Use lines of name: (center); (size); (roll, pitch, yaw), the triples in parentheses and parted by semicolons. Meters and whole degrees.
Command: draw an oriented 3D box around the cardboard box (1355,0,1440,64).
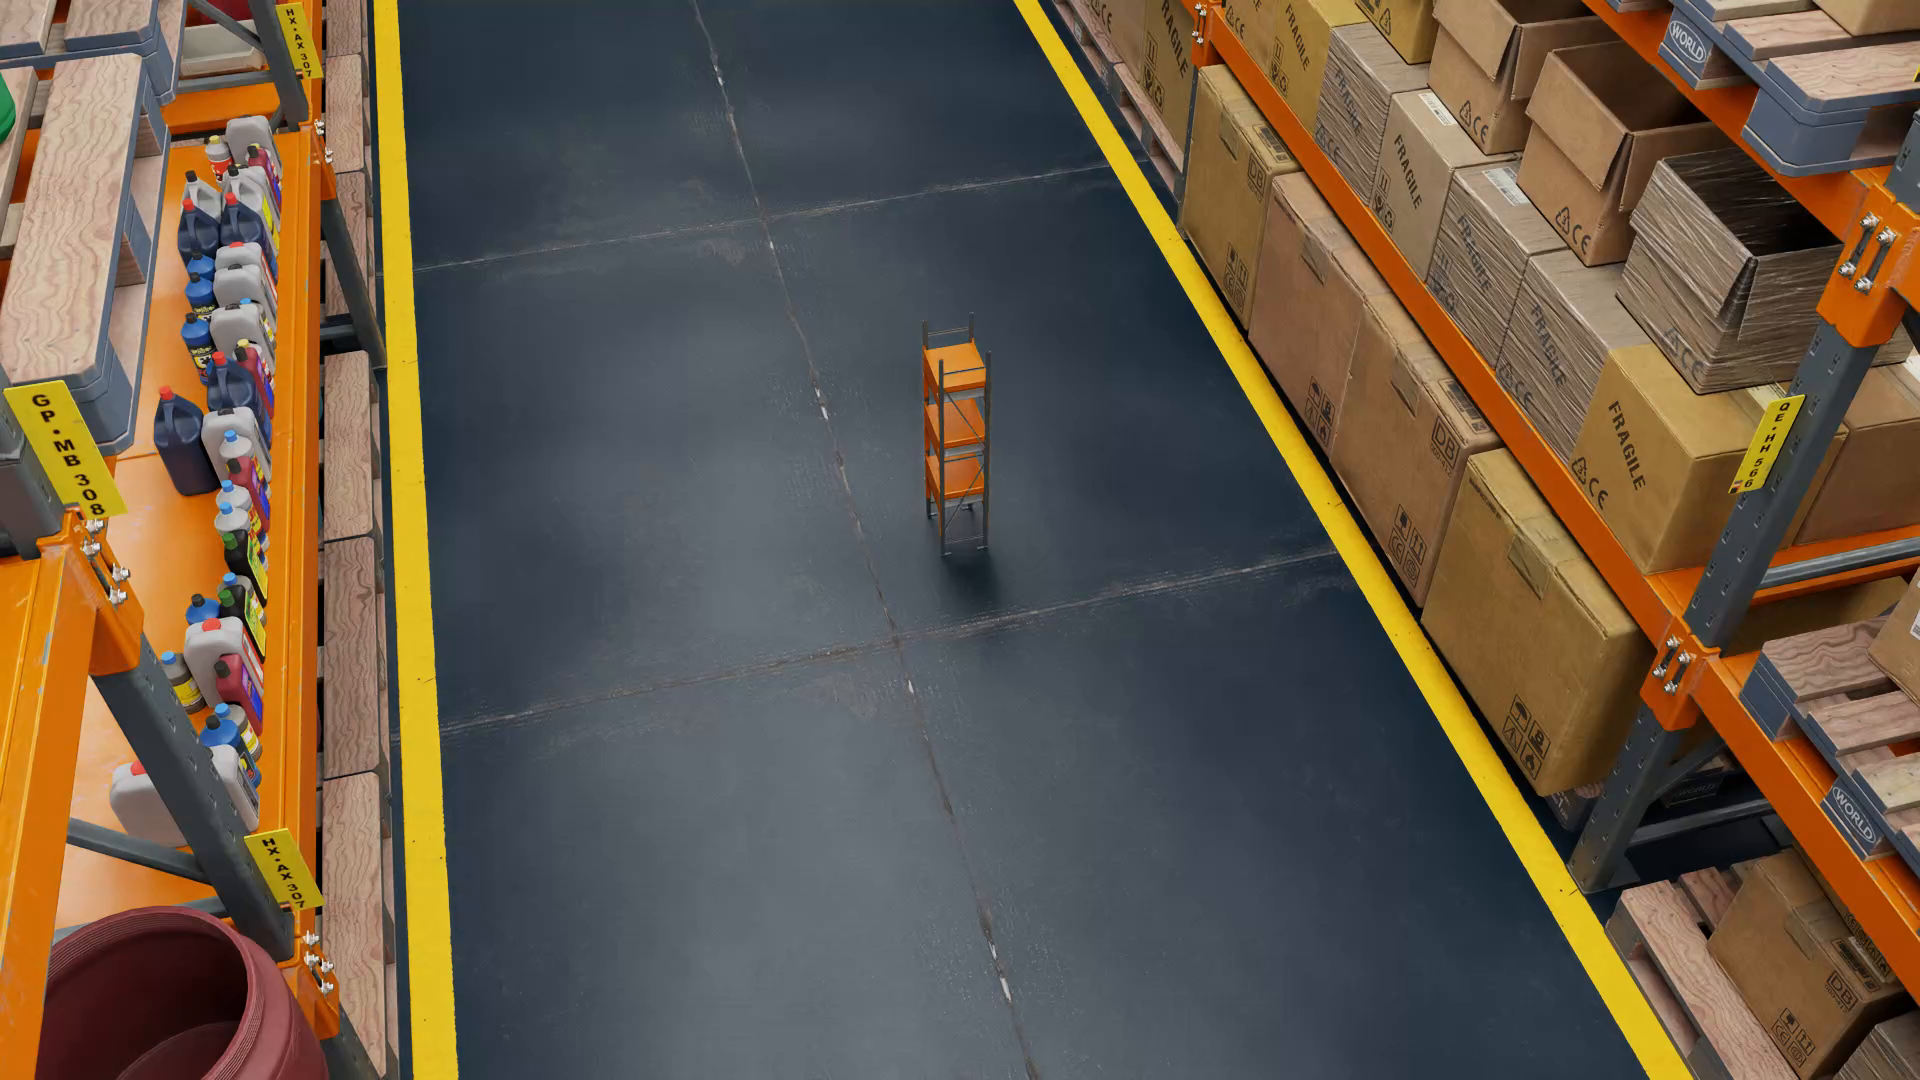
cardboard box: (1.946, -2.176, 6.261); (0.797, 0.503, 0.637); (-10, 46, -10)

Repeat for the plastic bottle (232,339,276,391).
plastic bottle: (-2.391, -0.589, 5.617); (0.097, 0.201, 0.097); (0, 46, 0)

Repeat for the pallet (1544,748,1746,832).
pallet: (2.505, 0.474, 6.388); (1.003, 0.211, 1.213); (-11, 47, -10)

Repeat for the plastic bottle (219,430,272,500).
plastic bottle: (-2.251, -0.234, 5.220); (0.097, 0.271, 0.097); (0, 46, 0)

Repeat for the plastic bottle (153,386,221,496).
plastic bottle: (-2.456, -0.327, 5.255); (0.144, 0.351, 0.185); (-11, 47, -10)

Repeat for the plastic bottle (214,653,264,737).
plastic bottle: (-1.992, 0.409, 4.581); (0.061, 0.283, 0.133); (-11, 47, -10)

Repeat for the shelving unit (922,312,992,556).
shelving unit: (-0.014, -0.404, 6.662); (0.215, 1.050, 0.252); (-11, 47, -10)

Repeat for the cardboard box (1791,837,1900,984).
cardboard box: (2.835, 0.972, 4.865); (0.500, 0.250, 0.500); (-9, 46, -9)

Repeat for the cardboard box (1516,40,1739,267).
cardboard box: (2.299, -1.288, 5.391); (0.797, 0.503, 0.637); (-10, 46, -9)

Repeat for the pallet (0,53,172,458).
pallet: (-2.255, -0.568, 3.489); (1.003, 0.211, 1.213); (-11, 47, -10)

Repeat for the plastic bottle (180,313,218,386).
plastic bottle: (-2.563, -0.653, 5.630); (0.097, 0.271, 0.097); (0, 46, 0)

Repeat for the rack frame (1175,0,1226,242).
rack frame: (1.610, -2.706, 7.552); (1.000, 3.000, 0.127); (-11, 47, -10)

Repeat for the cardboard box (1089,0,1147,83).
cardboard box: (1.288, -3.201, 9.231); (0.875, 0.875, 0.875); (-11, 47, -10)

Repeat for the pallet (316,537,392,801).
pallet: (-2.704, 0.560, 6.304); (1.003, 0.211, 1.213); (-11, 47, -10)

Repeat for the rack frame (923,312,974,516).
rack frame: (-0.045, -0.489, 6.745); (0.200, 1.050, 0.008); (-11, 47, -10)

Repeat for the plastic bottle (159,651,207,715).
plastic bottle: (-2.186, 0.390, 4.658); (0.097, 0.201, 0.097); (0, 46, 0)

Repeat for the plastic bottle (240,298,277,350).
plastic bottle: (-2.451, -0.749, 5.774); (0.097, 0.201, 0.097); (0, 46, 0)

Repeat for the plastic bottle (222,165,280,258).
plastic bottle: (-2.626, -1.208, 6.119); (0.144, 0.351, 0.185); (-11, 47, -10)

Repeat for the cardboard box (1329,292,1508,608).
cardboard box: (2.257, -0.444, 6.530); (1.225, 0.875, 0.875); (-11, 47, -10)

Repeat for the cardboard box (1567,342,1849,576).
cardboard box: (2.269, -0.274, 5.099); (0.500, 0.500, 0.500); (-9, 46, -9)

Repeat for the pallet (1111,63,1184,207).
pallet: (1.491, -2.269, 9.077); (1.003, 0.211, 1.213); (-11, 47, -10)

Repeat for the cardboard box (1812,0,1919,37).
cardboard box: (2.409, -1.585, 3.987); (0.797, 0.503, 0.637); (-8, 46, -8)

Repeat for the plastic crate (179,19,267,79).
plastic crate: (-3.158, -2.076, 7.078); (0.396, 0.136, 0.243); (-11, 47, -10)

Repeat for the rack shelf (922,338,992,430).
rack shelf: (-0.014, -0.596, 6.467); (0.215, 0.259, 0.240); (-11, 47, -10)

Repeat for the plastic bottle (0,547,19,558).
plastic bottle: (-2.962, -0.129, 5.061); (0.144, 0.351, 0.185); (-11, 47, -10)

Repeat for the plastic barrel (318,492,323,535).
plastic barrel: (-2.873, -0.345, 6.414); (0.600, 0.901, 0.708); (-11, 47, -10)

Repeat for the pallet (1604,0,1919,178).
pallet: (2.418, -1.363, 4.268); (1.213, 0.211, 1.003); (-9, 46, -8)

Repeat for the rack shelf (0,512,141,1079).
rack shelf: (-1.641, 1.544, 1.791); (1.077, 0.370, 4.000); (-11, 47, -10)

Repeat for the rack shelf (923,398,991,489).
rack shelf: (-0.014, -0.397, 6.670); (0.215, 0.259, 0.240); (-11, 47, -10)

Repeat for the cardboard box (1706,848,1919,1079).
cardboard box: (2.825, 1.236, 5.132); (0.700, 0.500, 0.500); (-13, 47, -12)

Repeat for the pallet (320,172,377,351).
pallet: (-3.403, -1.325, 8.151); (1.003, 0.211, 1.213); (-11, 47, -10)

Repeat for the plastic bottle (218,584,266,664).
plastic bottle: (-2.060, 0.224, 4.762); (0.061, 0.283, 0.133); (-11, 47, -10)

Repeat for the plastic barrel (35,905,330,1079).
plastic barrel: (-1.742, 1.179, 3.650); (0.600, 0.536, 0.708); (-11, 47, -10)

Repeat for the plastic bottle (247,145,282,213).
plastic bottle: (-2.661, -1.395, 6.349); (0.061, 0.283, 0.133); (-11, 47, -10)

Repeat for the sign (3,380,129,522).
sign: (-1.623, -0.157, 3.028); (0.100, 0.325, 0.005); (-11, 47, -10)

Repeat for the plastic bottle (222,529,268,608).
plastic bottle: (-2.119, 0.065, 4.919); (0.061, 0.283, 0.133); (-11, 47, -10)

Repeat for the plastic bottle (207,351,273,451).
plastic bottle: (-2.344, -0.447, 5.374); (0.144, 0.351, 0.185); (-11, 47, -10)

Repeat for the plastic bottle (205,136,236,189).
plastic bottle: (-2.880, -1.482, 6.492); (0.097, 0.201, 0.097); (0, 46, 0)

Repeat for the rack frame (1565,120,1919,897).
rack frame: (2.634, 0.056, 4.846); (1.000, 3.000, 0.127); (-11, 47, -10)

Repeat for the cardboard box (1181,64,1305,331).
cardboard box: (1.794, -1.671, 7.731); (1.225, 0.875, 0.875); (-11, 47, -10)

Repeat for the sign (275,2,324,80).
sign: (-2.645, -1.996, 6.663); (0.100, 0.325, 0.005); (-11, 47, -10)

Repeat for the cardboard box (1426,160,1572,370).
cardboard box: (2.011, -0.978, 5.789); (0.500, 0.500, 0.500); (-12, 47, -12)

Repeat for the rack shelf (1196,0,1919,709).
rack shelf: (2.122, -1.073, 6.456); (1.077, 0.370, 4.000); (-11, 47, -10)

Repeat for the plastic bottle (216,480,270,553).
plastic bottle: (-2.192, -0.074, 5.063); (0.097, 0.271, 0.097); (0, 46, 0)

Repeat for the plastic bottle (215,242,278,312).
plastic bottle: (-2.541, -0.943, 5.912); (0.152, 0.276, 0.135); (-11, 47, -10)

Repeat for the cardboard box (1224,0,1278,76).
cardboard box: (1.487, -2.377, 7.160); (0.500, 0.500, 0.500); (-11, 47, -10)

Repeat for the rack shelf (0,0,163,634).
rack shelf: (-2.665, -1.217, 4.497); (1.077, 0.370, 4.000); (-11, 47, -10)

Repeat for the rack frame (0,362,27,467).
rack frame: (-2.153, -1.138, 1.816); (1.000, 3.000, 0.127); (-11, 47, -10)

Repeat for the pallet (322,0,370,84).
pallet: (-4.028, -3.009, 9.802); (1.003, 0.211, 1.213); (-11, 47, -10)

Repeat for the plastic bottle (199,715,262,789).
plastic bottle: (-1.955, 0.564, 4.438); (0.097, 0.271, 0.097); (0, 46, 0)

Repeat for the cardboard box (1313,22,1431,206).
cardboard box: (1.744, -1.685, 6.482); (0.500, 0.500, 0.500); (-12, 47, -11)

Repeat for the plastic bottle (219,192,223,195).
plastic bottle: (-2.786, -1.230, 6.245); (0.097, 0.201, 0.097); (0, 46, 0)

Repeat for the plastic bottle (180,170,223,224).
plastic bottle: (-2.765, -1.182, 6.093); (0.144, 0.351, 0.185); (-11, 47, -10)

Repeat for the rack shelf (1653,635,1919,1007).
rack shelf: (3.146, 1.689, 3.749); (1.077, 0.370, 4.000); (-11, 47, -10)

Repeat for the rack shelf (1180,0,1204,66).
rack shelf: (1.098, -3.835, 9.162); (1.077, 0.370, 4.000); (-11, 47, -10)

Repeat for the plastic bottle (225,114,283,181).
plastic bottle: (-2.764, -1.544, 6.500); (0.152, 0.276, 0.135); (-11, 47, -10)

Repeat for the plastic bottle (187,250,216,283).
plastic bottle: (-2.657, -0.906, 5.878); (0.097, 0.271, 0.097); (0, 46, 0)
